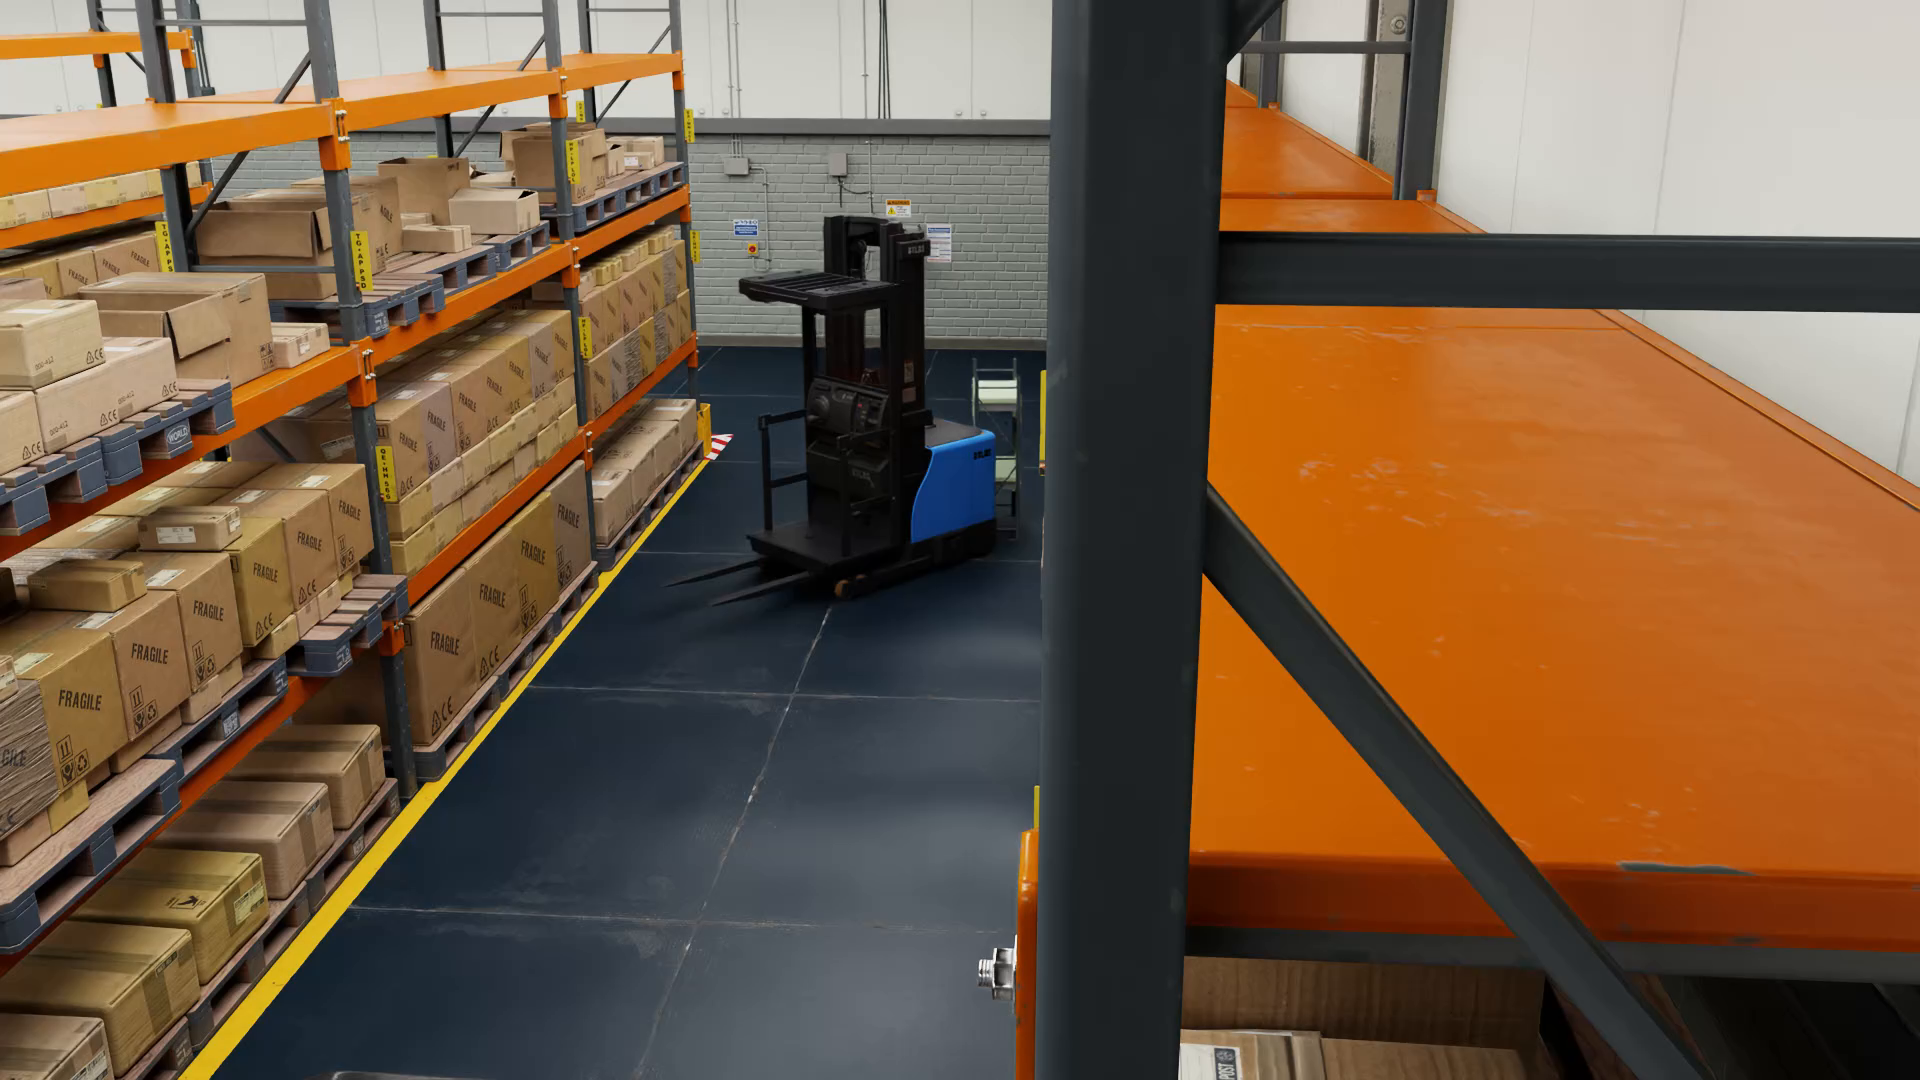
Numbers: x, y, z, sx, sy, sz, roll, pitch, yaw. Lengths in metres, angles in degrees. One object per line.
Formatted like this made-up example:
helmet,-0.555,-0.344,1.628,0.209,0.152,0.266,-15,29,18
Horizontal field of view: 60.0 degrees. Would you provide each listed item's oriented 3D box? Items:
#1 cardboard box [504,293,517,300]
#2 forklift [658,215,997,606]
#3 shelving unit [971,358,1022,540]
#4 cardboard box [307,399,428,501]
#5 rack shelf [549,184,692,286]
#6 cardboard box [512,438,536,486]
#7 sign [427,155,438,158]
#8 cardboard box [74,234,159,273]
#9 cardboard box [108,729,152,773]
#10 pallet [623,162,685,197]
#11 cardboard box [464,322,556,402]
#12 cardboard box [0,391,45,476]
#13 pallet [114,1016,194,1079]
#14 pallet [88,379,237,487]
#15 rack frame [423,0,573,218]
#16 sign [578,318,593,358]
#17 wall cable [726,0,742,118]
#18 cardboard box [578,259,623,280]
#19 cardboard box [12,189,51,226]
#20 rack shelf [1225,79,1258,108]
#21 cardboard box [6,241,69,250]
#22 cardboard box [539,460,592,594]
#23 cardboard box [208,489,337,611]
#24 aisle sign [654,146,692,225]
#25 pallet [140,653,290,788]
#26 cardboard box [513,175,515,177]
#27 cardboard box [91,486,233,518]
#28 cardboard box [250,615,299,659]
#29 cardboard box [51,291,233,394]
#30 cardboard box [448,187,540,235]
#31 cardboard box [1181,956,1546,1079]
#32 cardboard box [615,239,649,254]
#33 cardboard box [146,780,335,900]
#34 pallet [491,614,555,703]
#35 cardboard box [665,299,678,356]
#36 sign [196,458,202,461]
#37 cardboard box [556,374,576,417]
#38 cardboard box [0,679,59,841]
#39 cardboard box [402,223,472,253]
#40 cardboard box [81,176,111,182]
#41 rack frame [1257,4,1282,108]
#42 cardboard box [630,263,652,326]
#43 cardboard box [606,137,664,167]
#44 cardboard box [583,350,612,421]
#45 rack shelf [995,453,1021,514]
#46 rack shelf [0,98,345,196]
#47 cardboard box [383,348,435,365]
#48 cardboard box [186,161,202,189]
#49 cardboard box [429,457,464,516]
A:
cardboard box,-3.839,-2.050,13.553,0.380,0.149,0.250,1,18,3
forklift,-1.078,-1.085,13.528,3.031,2.935,1.130,-17,25,-42
shelving unit,0.324,-0.828,15.041,0.431,1.500,0.755,0,18,-1
cardboard box,-3.551,-0.544,10.000,0.500,0.500,0.500,1,18,2
rack shelf,-3.400,-2.821,15.052,1.077,0.370,4.000,1,18,4
cardboard box,-3.417,-0.585,12.133,0.500,0.250,0.500,1,18,2
sign,-4.097,-2.837,12.988,0.100,0.325,0.005,1,18,4
cardboard box,-8.051,-2.635,15.902,0.500,0.500,0.500,2,18,7
cardboard box,-3.731,0.878,7.156,0.380,0.149,0.250,2,18,5
pallet,-3.300,-3.511,16.146,1.003,0.211,1.213,1,18,4
cardboard box,-3.355,-1.333,12.409,0.500,0.500,0.500,2,18,5
cardboard box,-3.675,-0.358,5.946,0.500,0.250,0.500,1,18,2
pallet,-4.063,2.452,7.101,1.003,0.211,1.213,1,18,4
pallet,-3.895,-0.479,7.052,1.213,0.211,1.003,1,18,4
rack frame,-3.544,-3.967,12.577,1.000,3.000,0.127,1,18,4
sign,-3.002,-1.619,13.316,0.100,0.325,0.005,1,18,4
wall cable,-3.130,-6.982,21.779,0.463,3.000,0.029,1,18,4
cardboard box,-3.157,-2.357,14.491,0.380,0.149,0.250,1,18,2
cardboard box,-8.165,-2.843,14.205,0.500,0.250,0.500,1,18,3
rack shelf,1.264,-2.704,10.521,1.077,0.370,4.000,1,18,4
cardboard box,-8.621,-2.492,15.466,0.500,0.500,0.500,1,18,2
cardboard box,-3.508,-0.111,13.184,0.875,0.875,0.875,2,18,6
cardboard box,-3.612,0.046,8.652,0.500,0.500,0.500,1,18,3
aisle sign,-2.942,-3.609,16.945,0.394,0.787,0.004,1,18,4
pallet,-3.931,0.833,7.871,1.003,0.211,1.213,1,18,4
cardboard box,-3.798,-2.957,13.880,0.380,0.149,0.250,2,18,5
cardboard box,-4.124,0.035,8.688,0.500,0.500,0.500,2,18,7
cardboard box,-3.571,0.481,8.366,0.380,0.149,0.250,2,18,5
cardboard box,-3.911,-0.874,7.789,0.797,0.503,0.637,1,18,4
cardboard box,-3.397,-2.420,12.143,0.500,0.311,0.500,1,18,4
cardboard box,0.509,0.542,2.639,0.700,0.500,0.500,1,18,4
cardboard box,-3.160,-2.755,15.705,0.380,0.149,0.250,1,18,3
cardboard box,-3.926,1.580,8.829,0.950,0.372,0.625,1,18,3
pallet,-3.609,0.830,12.050,1.003,0.211,1.213,1,18,4
cardboard box,-3.078,-2.095,16.337,0.500,0.500,0.500,1,18,3
sign,-4.384,-0.435,9.574,0.100,0.325,0.005,1,18,4
cardboard box,-3.333,-1.140,13.022,0.500,0.250,0.500,1,18,4
cardboard box,-3.797,0.841,6.226,0.500,0.500,0.500,2,18,5
cardboard box,-3.530,-2.039,11.213,0.380,0.166,0.250,3,18,9
cardboard box,-8.103,-3.406,15.121,0.500,0.250,0.500,0,18,2
rack frame,1.121,-2.615,8.451,1.000,3.000,0.127,1,18,4
cardboard box,-3.139,-2.253,15.216,0.500,0.500,0.500,1,18,4
cardboard box,-3.199,-3.818,16.345,0.500,0.250,0.500,0,18,-1
cardboard box,-3.249,-1.303,13.923,0.500,0.500,0.500,2,18,6
rack shelf,0.324,-0.518,15.142,0.431,0.370,0.720,0,18,-1
rack shelf,-3.974,-1.571,7.065,1.077,0.370,4.000,1,18,4
cardboard box,-3.940,-1.033,11.493,0.500,0.500,0.500,1,18,3
cardboard box,-7.970,-3.644,16.651,0.500,0.250,0.500,1,18,3
cardboard box,-3.510,-0.352,10.619,0.500,0.250,0.500,2,18,5
